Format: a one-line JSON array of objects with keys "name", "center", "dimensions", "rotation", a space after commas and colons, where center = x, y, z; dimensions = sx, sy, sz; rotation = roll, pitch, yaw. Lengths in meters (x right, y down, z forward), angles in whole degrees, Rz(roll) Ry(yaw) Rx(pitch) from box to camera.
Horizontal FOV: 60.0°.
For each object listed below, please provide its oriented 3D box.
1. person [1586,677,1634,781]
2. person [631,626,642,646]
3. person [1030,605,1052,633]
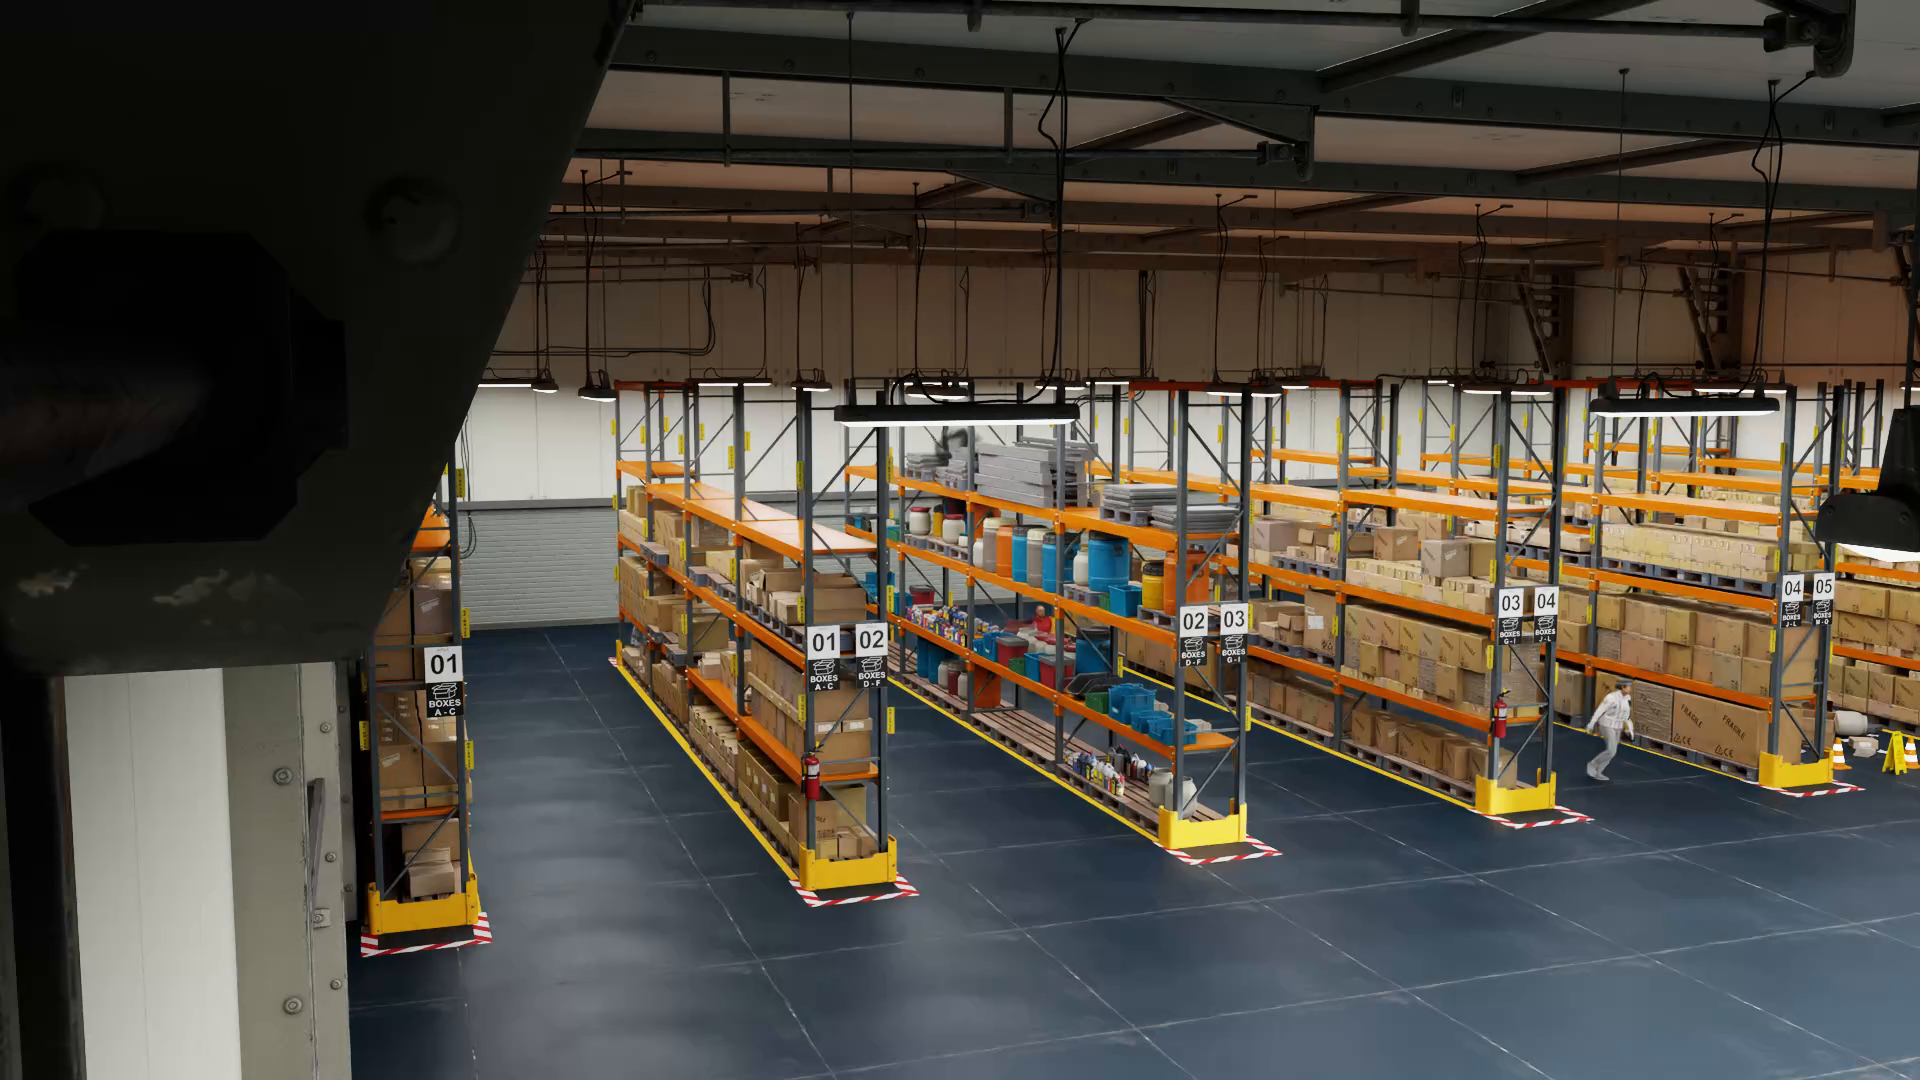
[{"name": "person", "center": [9.885, 2.866, 25.230], "dimensions": [0.615, 1.612, 0.560], "rotation": [-4, 7, -35]}, {"name": "person", "center": [-6.985, 1.542, 36.972], "dimensions": [0.826, 1.814, 0.659], "rotation": [4, 7, 35]}, {"name": "person", "center": [1.553, 2.119, 31.889], "dimensions": [0.646, 1.769, 0.826], "rotation": [-2, 6, -21]}]
